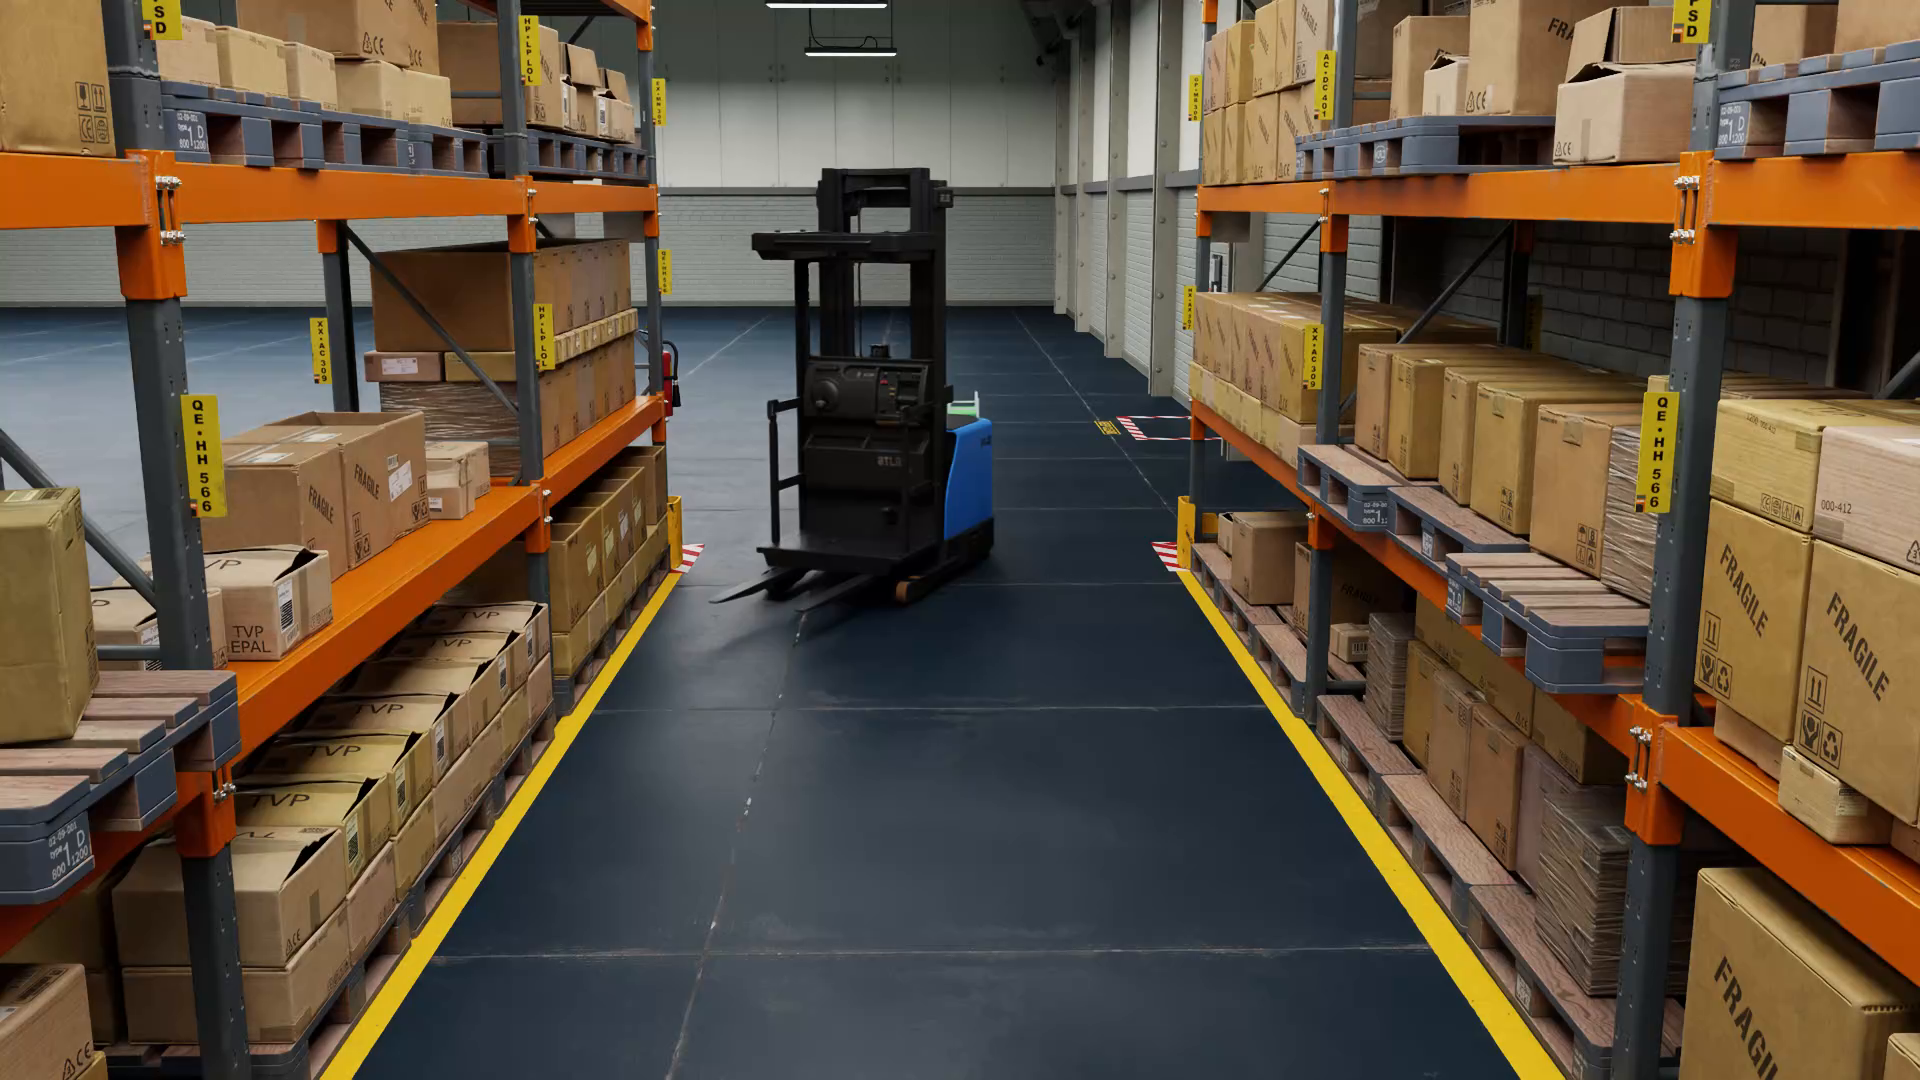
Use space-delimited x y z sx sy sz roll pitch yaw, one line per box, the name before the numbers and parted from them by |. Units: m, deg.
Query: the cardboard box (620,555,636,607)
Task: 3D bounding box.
cardboard box | -2.357 0.267 10.557 0.500 0.250 0.500 0 11 -1

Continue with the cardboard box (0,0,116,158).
cardboard box | -2.498 -1.120 3.740 0.910 0.500 0.500 0 11 -1

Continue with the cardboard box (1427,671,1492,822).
cardboard box | 2.392 0.856 6.977 0.700 0.500 0.500 0 11 -1

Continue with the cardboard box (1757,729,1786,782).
cardboard box | 2.184 0.521 4.028 0.380 0.149 0.250 0 11 0

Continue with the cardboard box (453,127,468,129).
cardboard box | -2.922 -2.343 9.242 0.380 0.149 0.250 0 11 -1

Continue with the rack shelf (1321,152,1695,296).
rack shelf | 2.370 -1.224 6.312 1.077 0.370 4.000 0 11 -1

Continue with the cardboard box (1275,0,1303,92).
cardboard box | 2.026 -2.731 9.114 0.500 0.500 0.500 0 11 2

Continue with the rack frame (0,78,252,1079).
rack frame | -2.541 0.312 4.475 1.000 3.000 0.127 0 11 -1

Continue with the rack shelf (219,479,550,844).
rack shelf | -2.582 0.267 6.507 1.077 0.370 4.000 0 11 -1

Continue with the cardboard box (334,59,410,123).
cardboard box | -2.606 -1.853 6.928 0.500 0.250 0.500 -1 12 -7

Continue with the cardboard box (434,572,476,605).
cardboard box | -2.850 0.101 9.492 0.500 0.500 0.500 0 11 -1

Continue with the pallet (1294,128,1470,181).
pallet | 2.235 -1.759 7.612 1.213 0.211 1.003 0 11 -1

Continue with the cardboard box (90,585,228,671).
cardboard box | -2.505 0.284 4.842 0.500 0.311 0.500 0 11 2

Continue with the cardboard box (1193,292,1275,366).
cardboard box | 1.956 -1.507 11.882 0.500 0.500 0.500 0 11 -1

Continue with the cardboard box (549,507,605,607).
cardboard box | -2.338 0.099 9.502 0.500 0.500 0.500 0 11 -1

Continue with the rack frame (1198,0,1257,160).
rack frame | 2.247 -4.239 11.821 1.000 3.000 0.127 0 11 -1

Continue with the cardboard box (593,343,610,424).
cardboard box | -2.689 -1.031 10.845 0.700 0.500 0.500 0 11 -1

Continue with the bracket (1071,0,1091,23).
bracket | 2.337 -10.042 31.373 0.076 0.066 4.783 0 11 -1

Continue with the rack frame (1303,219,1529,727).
rack frame | 2.329 -0.504 8.499 1.000 3.000 0.127 0 11 -1

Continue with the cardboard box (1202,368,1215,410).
cardboard box | 1.964 -1.034 11.438 0.500 0.250 0.500 -1 11 -3

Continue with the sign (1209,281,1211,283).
sign | 3.072 -3.234 20.534 0.001 0.109 0.331 0 11 -1

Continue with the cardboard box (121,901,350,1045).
cardboard box | -2.258 1.349 5.226 0.500 0.250 0.500 0 11 -1

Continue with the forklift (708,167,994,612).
forklift | -0.739 -1.085 11.537 1.130 2.935 3.031 4 12 21

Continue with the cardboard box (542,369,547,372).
cardboard box | -2.448 -1.005 9.086 0.380 0.149 0.250 -1 11 -3

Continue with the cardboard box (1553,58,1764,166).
cardboard box | 2.127 -1.287 4.988 0.500 0.311 0.500 0 11 -1

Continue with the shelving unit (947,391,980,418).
shelving unit | 0.024 -0.565 13.324 0.258 1.200 0.503 0 11 -1

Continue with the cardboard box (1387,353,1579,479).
cardboard box | 2.310 -0.556 7.398 0.700 0.500 0.500 1 12 5

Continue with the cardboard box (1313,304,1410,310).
cardboard box | 2.495 -1.207 10.405 0.500 0.500 0.500 0 11 0

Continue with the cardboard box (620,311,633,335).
cardboard box | -2.501 -1.518 11.613 0.380 0.149 0.250 0 11 0

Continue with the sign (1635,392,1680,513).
sign | 1.869 -0.233 4.452 0.100 0.325 0.005 0 11 -1

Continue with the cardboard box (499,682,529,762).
cardboard box | -2.316 0.841 7.730 0.500 0.250 0.500 0 11 -2

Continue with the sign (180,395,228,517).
sign | -1.998 -0.220 4.388 0.100 0.325 0.005 0 11 -1

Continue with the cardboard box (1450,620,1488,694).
cardboard box | 2.388 0.475 6.967 0.500 0.250 0.500 -1 11 -3

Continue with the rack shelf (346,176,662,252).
rack shelf | -2.665 -1.998 10.128 1.077 0.370 4.000 0 11 -1

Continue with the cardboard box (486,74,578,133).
cardboard box | -2.381 -2.392 9.078 0.500 0.311 0.500 -1 12 -4

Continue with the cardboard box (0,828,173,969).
cardboard box | -2.798 1.076 5.159 0.500 0.311 0.500 0 11 0

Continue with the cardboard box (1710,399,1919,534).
cardboard box | 2.164 -0.184 3.985 0.500 0.250 0.500 0 11 0

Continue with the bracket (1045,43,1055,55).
bracket | 2.160 -11.747 39.776 0.235 0.232 0.430 0 11 -1

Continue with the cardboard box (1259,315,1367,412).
cardboard box | 1.994 -1.000 9.383 0.500 0.500 0.500 0 11 -1

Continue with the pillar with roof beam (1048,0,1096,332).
pillar with roof beam | -1.674 -8.857 34.582 9.100 9.000 0.548 0 11 -1

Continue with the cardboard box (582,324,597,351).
cardboard box | -2.473 -1.261 10.349 0.380 0.149 0.250 0 11 -2

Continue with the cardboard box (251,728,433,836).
cardboard box | -2.285 0.868 6.185 0.500 0.311 0.500 -1 11 -3

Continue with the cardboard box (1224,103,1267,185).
cardboard box | 1.994 -2.550 10.739 0.500 0.500 0.500 0 11 1

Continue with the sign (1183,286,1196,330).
sign | 1.704 -1.721 12.321 0.100 0.325 0.005 0 11 -1

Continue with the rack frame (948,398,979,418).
rack frame | 0.027 -0.516 13.085 0.240 1.200 0.015 0 11 -1

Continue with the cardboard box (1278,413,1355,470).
cardboard box | 2.016 -0.533 8.970 0.500 0.250 0.500 0 11 -1

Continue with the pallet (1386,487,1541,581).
pallet | 2.330 -0.008 6.537 1.003 0.211 1.213 0 11 -1

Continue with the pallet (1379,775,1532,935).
pallet | 2.375 1.261 6.815 1.003 0.211 1.213 0 11 -1

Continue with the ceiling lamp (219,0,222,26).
ceiling lamp | -16.771 -12.080 35.789 2.000 3.185 0.800 0 11 -1

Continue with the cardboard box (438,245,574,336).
cardboard box | -2.660 -1.456 9.676 0.700 0.500 0.500 0 11 -1

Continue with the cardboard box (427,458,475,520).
cardboard box | -2.422 -0.243 7.550 0.396 0.266 0.258 -1 11 -3

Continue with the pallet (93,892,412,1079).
pallet | -2.519 1.515 5.560 1.003 0.211 1.213 0 11 -1

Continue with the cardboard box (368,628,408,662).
cardboard box | -2.859 0.567 7.670 0.500 0.311 0.500 0 11 -2

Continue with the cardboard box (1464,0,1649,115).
cardboard box | 2.286 -1.875 6.403 0.500 0.500 0.500 -1 11 -3

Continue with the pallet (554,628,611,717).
pallet | -2.598 0.725 9.452 1.003 0.211 1.213 0 11 -1
